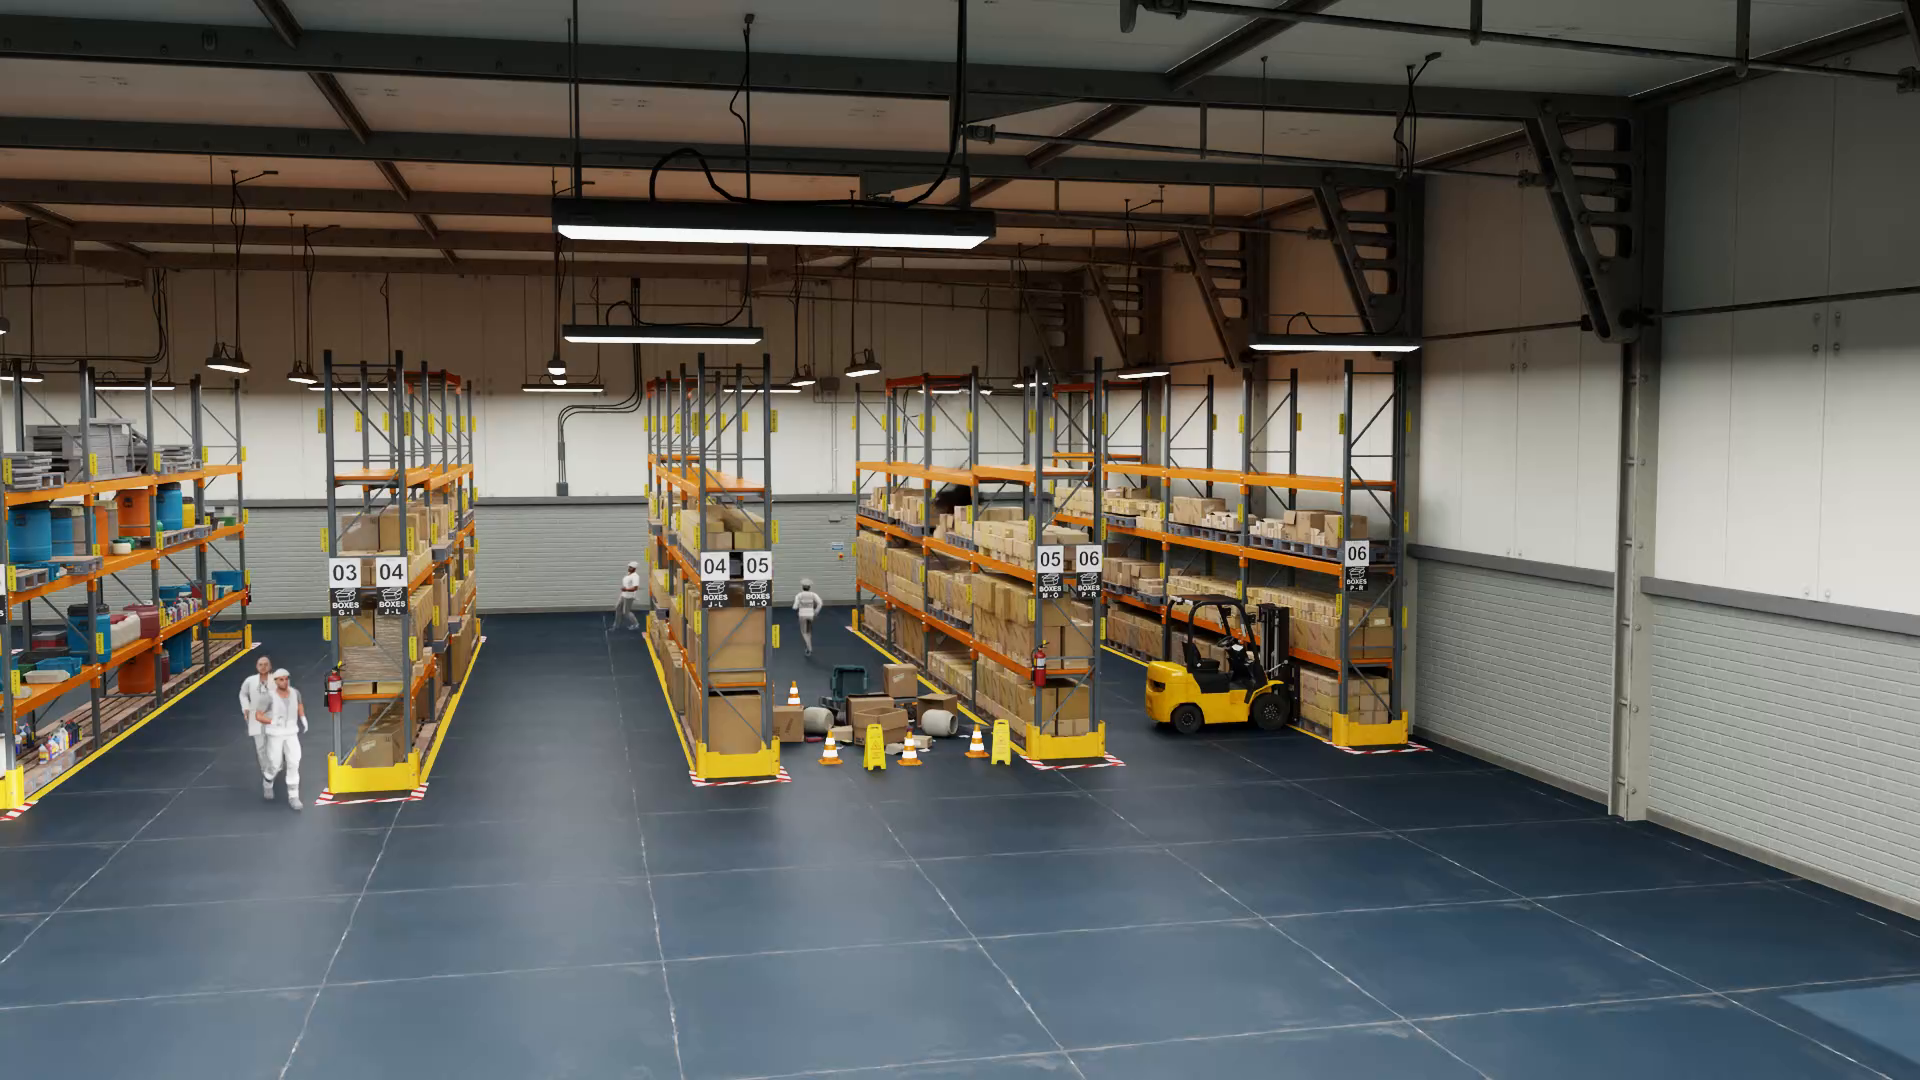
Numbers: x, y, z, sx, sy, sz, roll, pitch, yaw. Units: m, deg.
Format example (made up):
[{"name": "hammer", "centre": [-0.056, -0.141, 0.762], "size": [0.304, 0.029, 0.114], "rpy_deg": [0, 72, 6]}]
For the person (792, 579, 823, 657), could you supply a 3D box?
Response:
[{"name": "person", "centre": [-3.264, 1.688, 35.389], "size": [0.613, 1.712, 0.902], "rpy_deg": [-1, 4, -20]}]

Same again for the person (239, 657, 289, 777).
[{"name": "person", "centre": [-9.756, 2.548, 23.367], "size": [0.703, 1.651, 0.724], "rpy_deg": [-1, 4, -17]}]

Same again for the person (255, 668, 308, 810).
[{"name": "person", "centre": [-8.905, 2.582, 21.846], "size": [0.685, 1.813, 0.879], "rpy_deg": [-4, 5, -43]}]

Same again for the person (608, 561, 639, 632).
[{"name": "person", "centre": [-8.053, 1.368, 40.030], "size": [0.710, 1.739, 0.807], "rpy_deg": [-2, 4, -27]}]
